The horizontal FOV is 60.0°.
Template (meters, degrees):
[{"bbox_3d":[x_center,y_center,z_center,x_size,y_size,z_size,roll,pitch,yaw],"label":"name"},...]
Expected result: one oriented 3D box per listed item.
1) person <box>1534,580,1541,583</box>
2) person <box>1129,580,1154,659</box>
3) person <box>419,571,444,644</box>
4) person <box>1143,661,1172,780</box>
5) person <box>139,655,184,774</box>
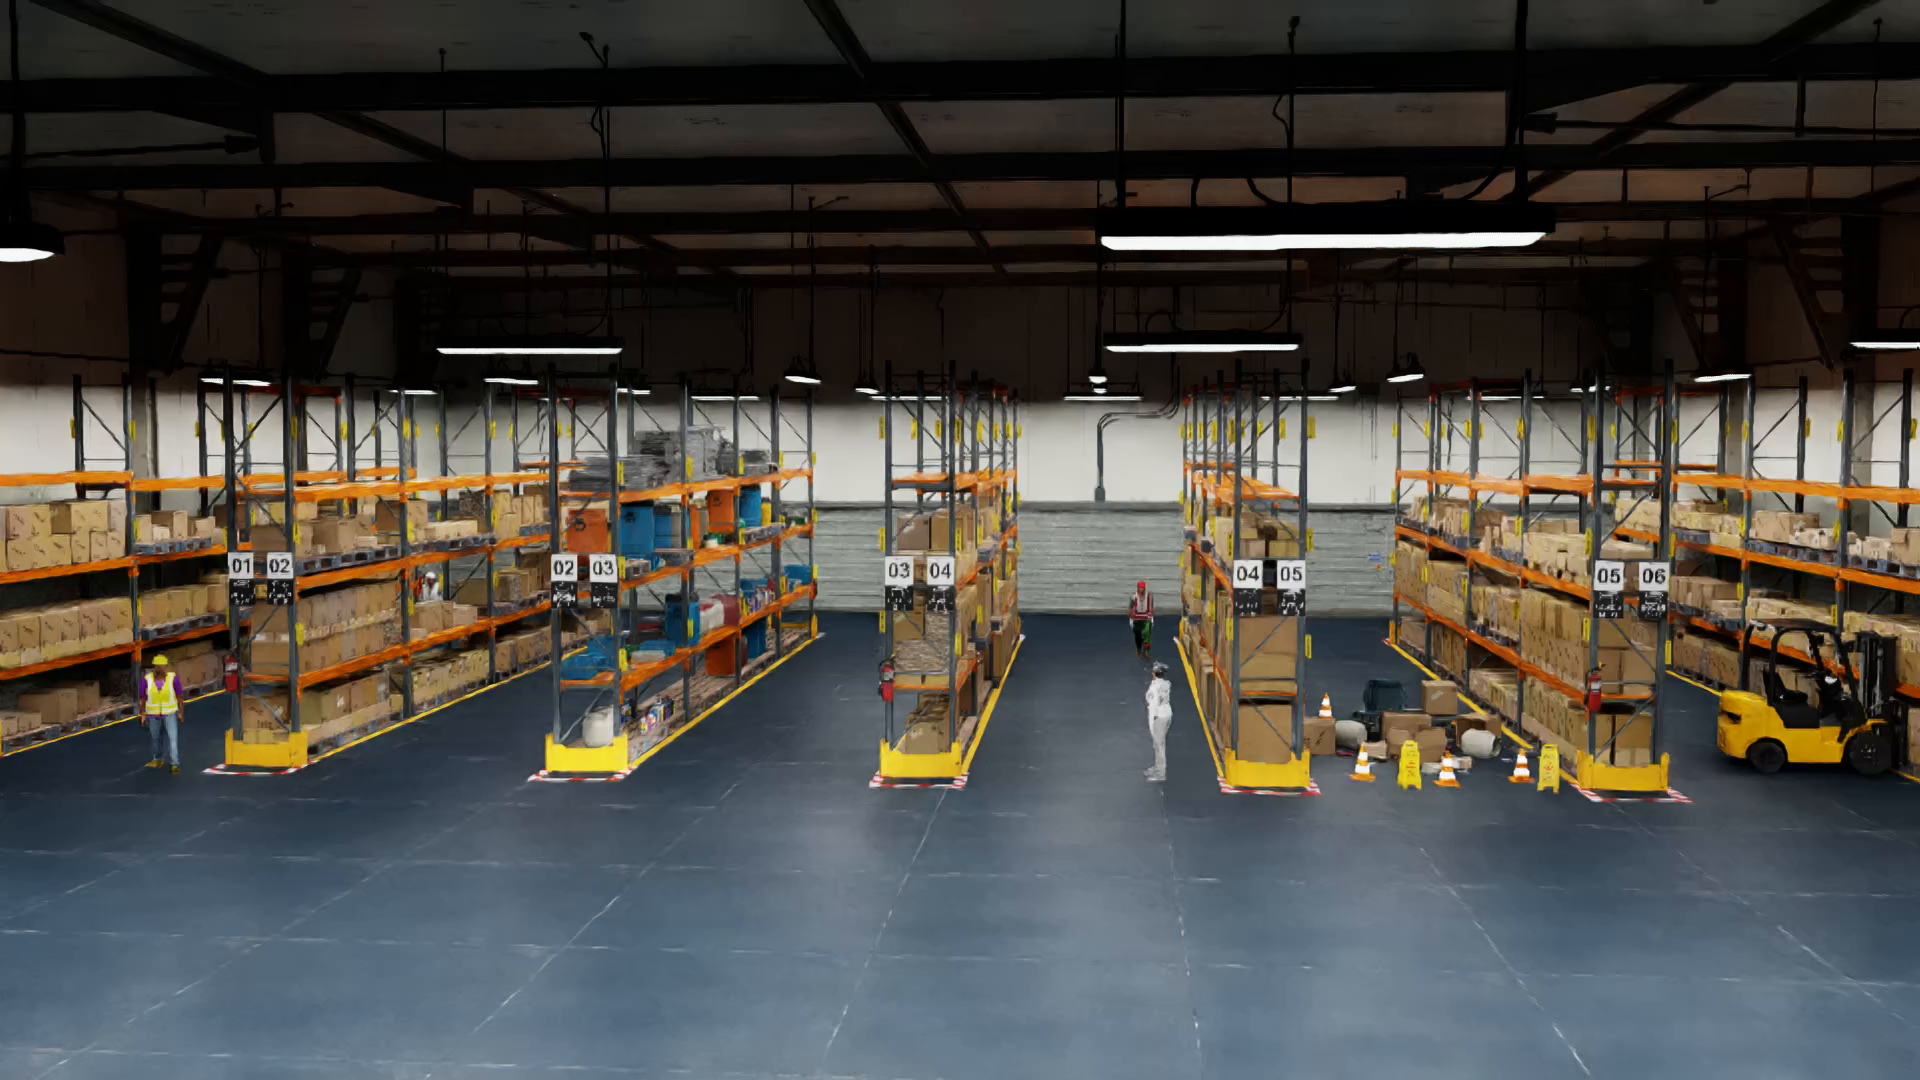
[{"bbox_3d":[12.949,1.642,37.274,0.550,1.787,0.628,1,4,21],"label":"person"},{"bbox_3d":[3.984,1.727,36.525,0.553,1.707,1.104,1,4,8],"label":"person"},{"bbox_3d":[-12.346,1.588,38.927,0.677,1.726,0.574,0,4,3],"label":"person"},{"bbox_3d":[2.815,2.585,23.881,0.459,1.677,0.525,3,5,35],"label":"person"},{"bbox_3d":[-11.689,2.537,24.324,0.581,1.732,0.913,-1,4,-17],"label":"person"}]
